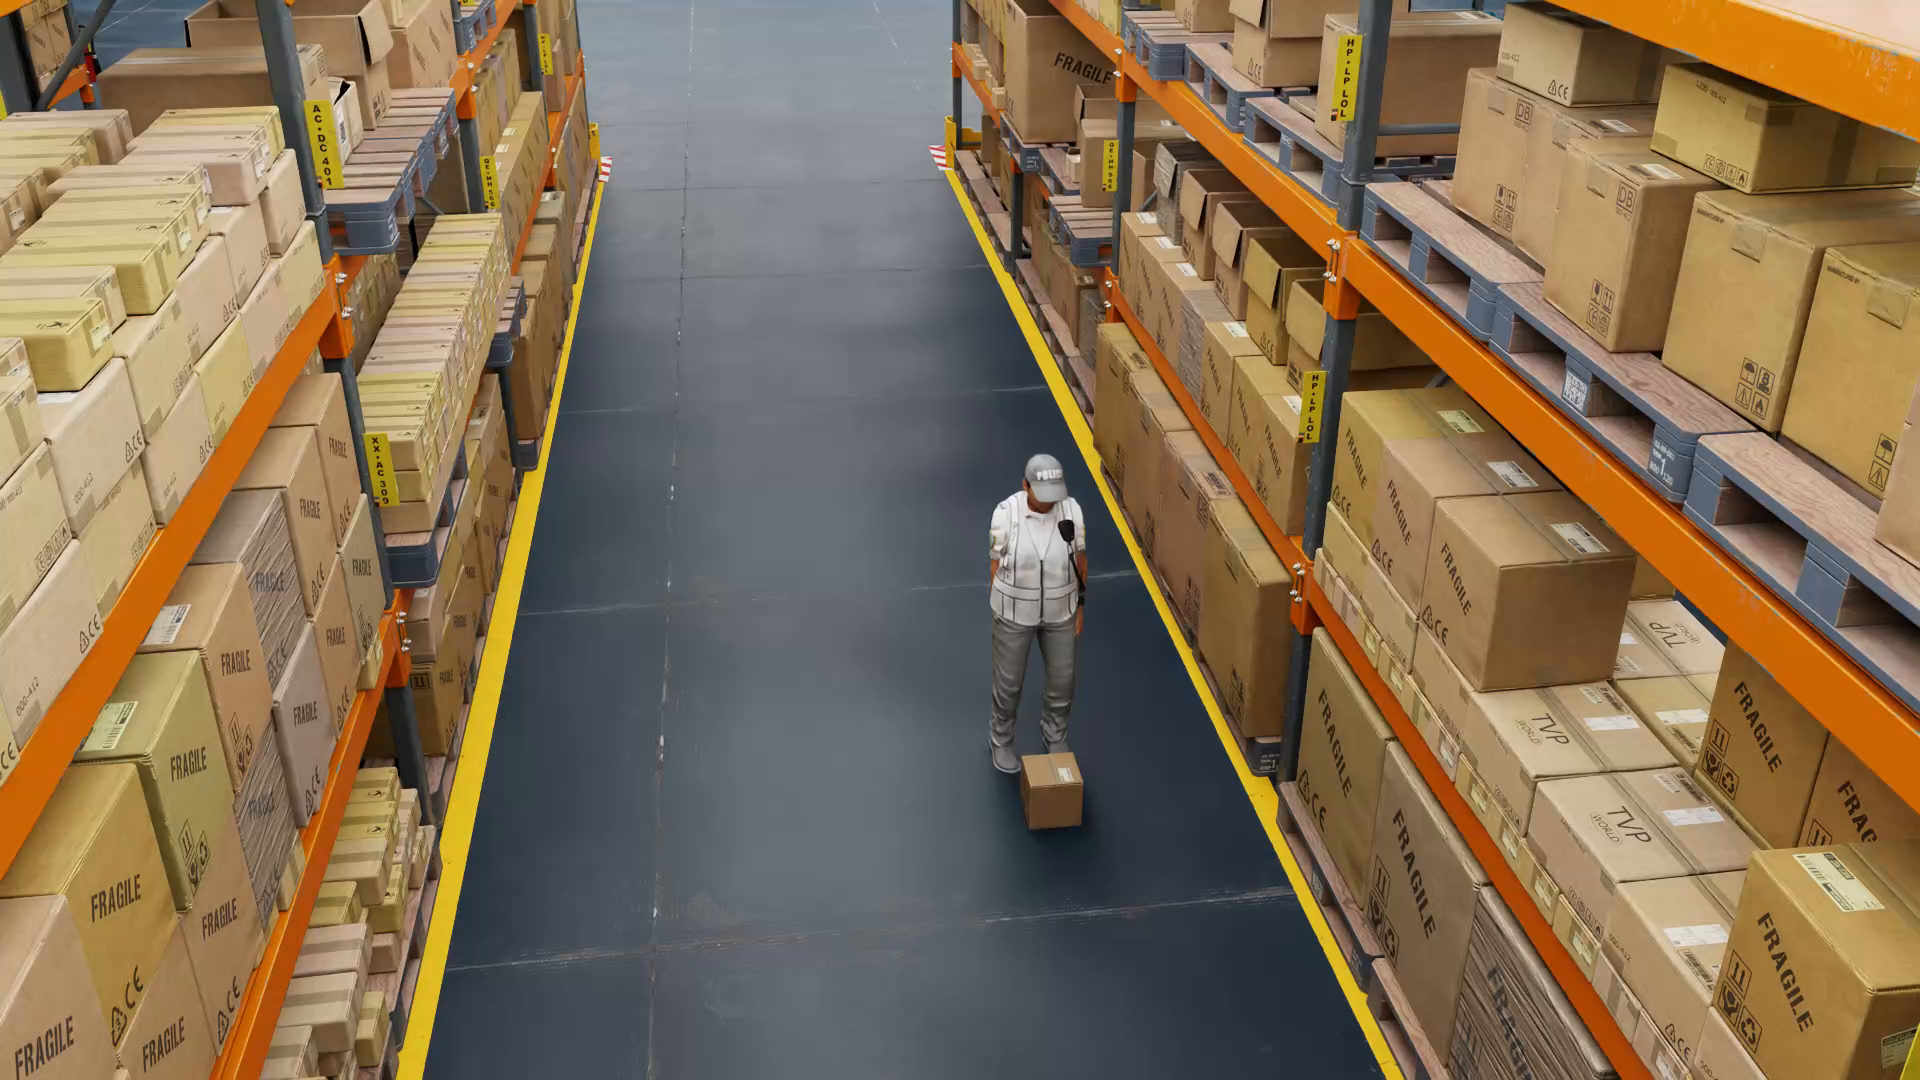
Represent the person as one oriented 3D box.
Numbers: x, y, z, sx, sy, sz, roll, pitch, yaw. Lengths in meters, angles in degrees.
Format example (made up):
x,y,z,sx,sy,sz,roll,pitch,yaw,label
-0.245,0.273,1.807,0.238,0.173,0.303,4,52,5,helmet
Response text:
x,y,z,sx,sy,sz,roll,pitch,yaw,label
0.378,0.349,7.958,0.471,1.660,0.390,-4,28,-8,person
